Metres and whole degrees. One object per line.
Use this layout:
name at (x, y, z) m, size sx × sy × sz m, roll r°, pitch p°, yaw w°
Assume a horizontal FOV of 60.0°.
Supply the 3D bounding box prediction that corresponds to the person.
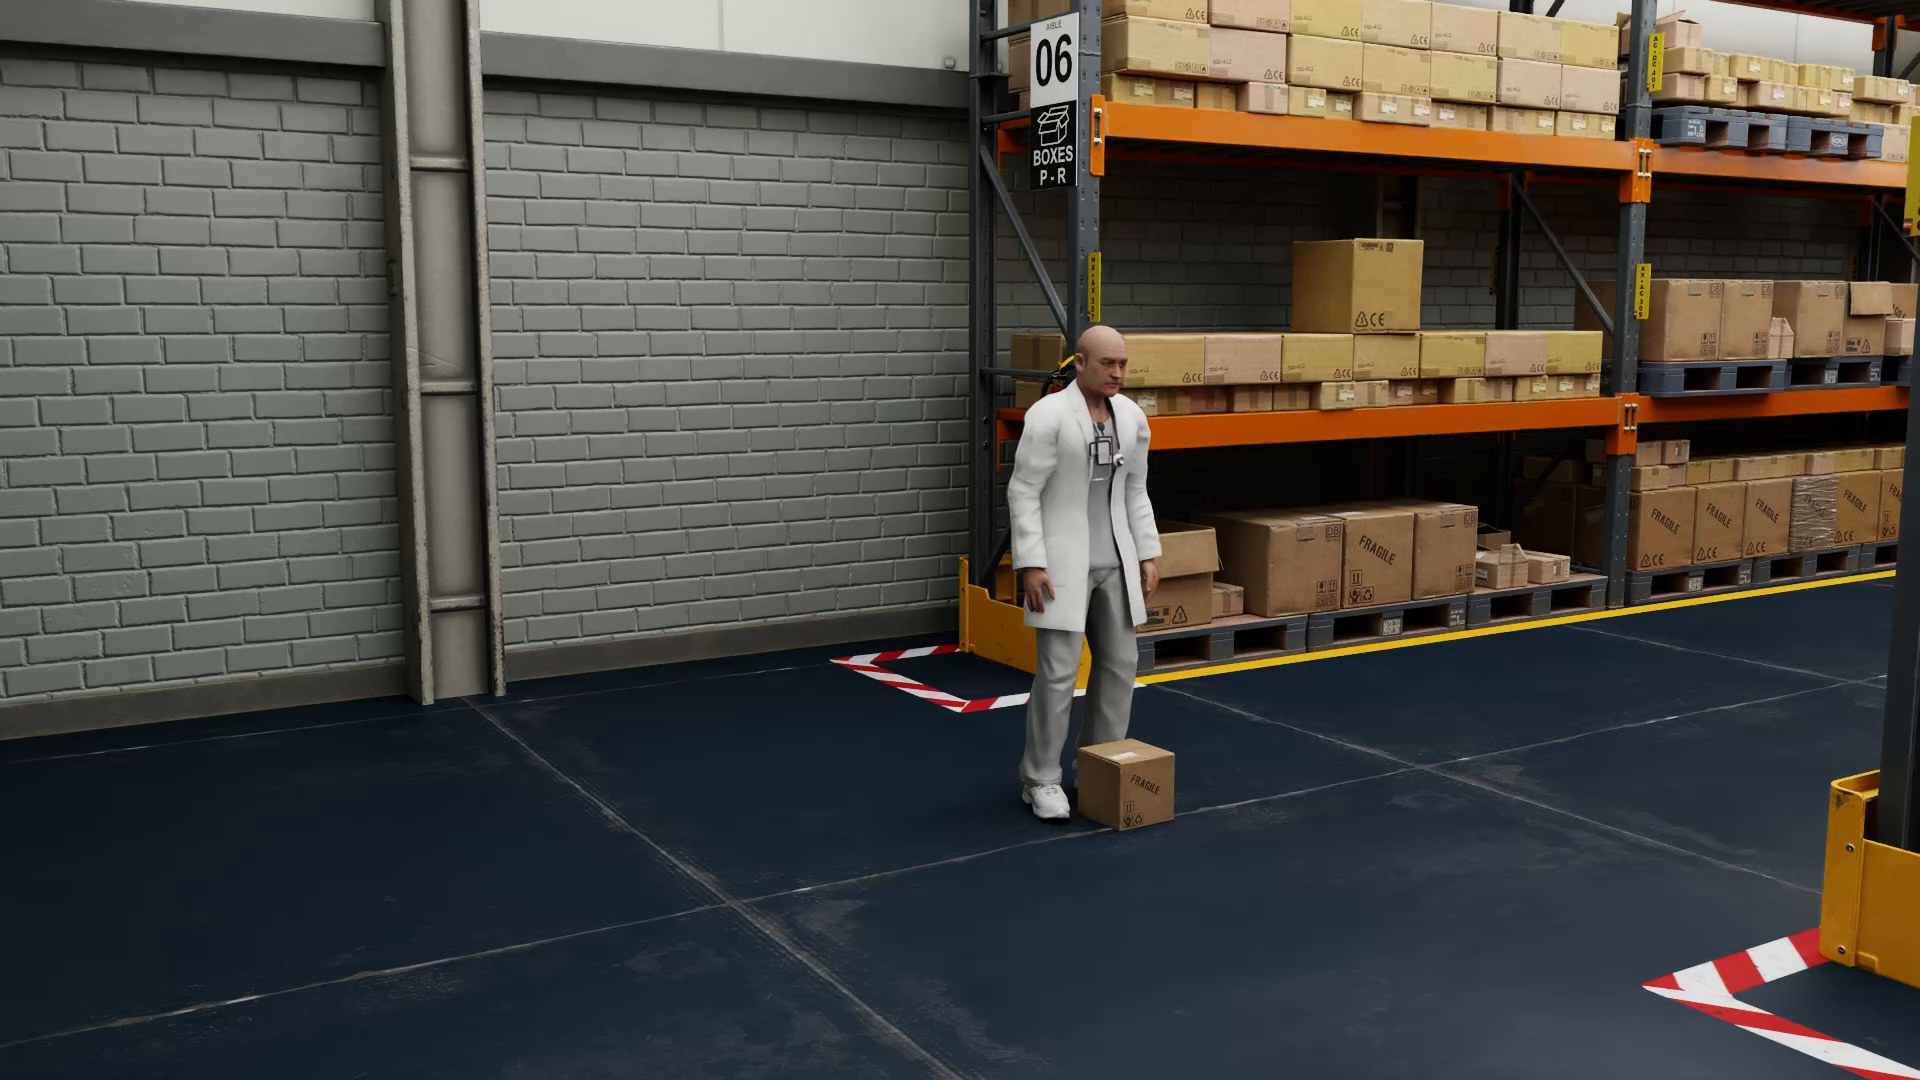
person at (0.469, 0.102, 6.140) m, size 0.642 × 1.775 × 0.422 m, roll -5°, pitch 9°, yaw -31°
